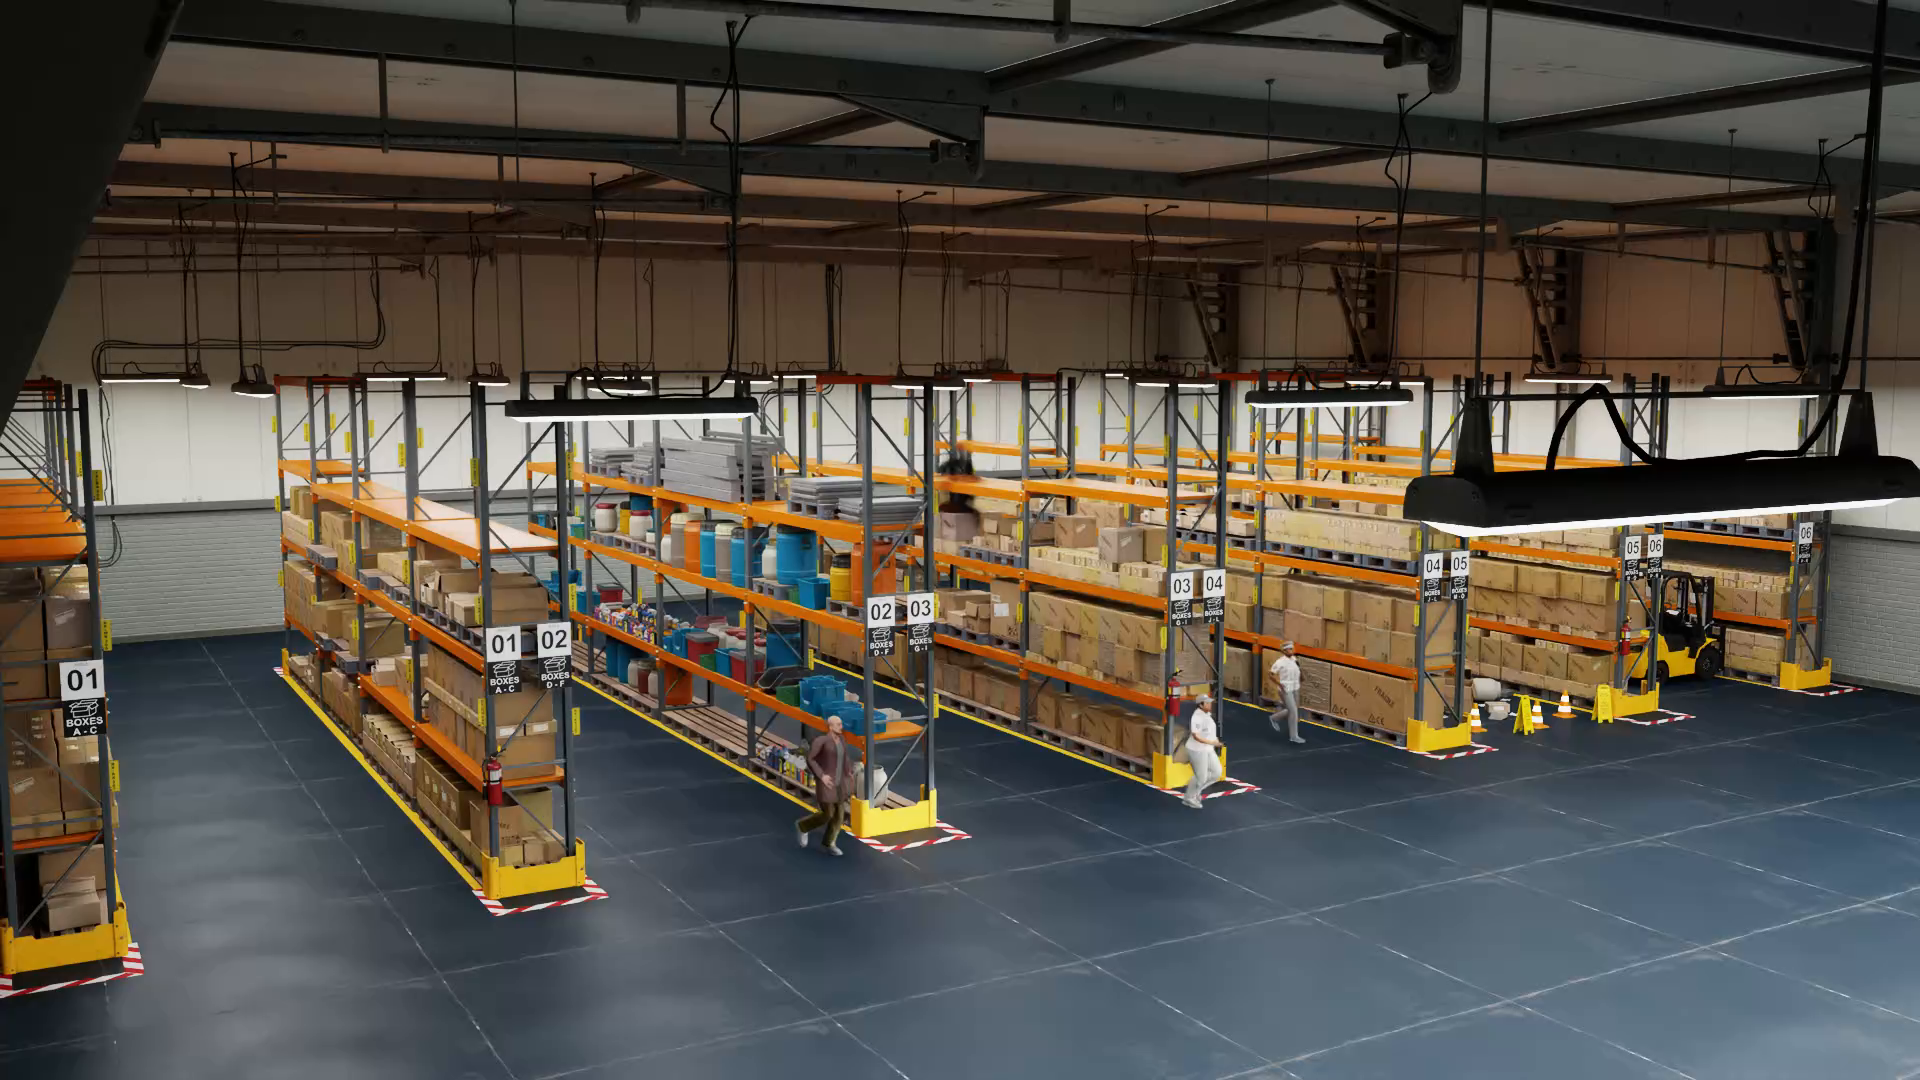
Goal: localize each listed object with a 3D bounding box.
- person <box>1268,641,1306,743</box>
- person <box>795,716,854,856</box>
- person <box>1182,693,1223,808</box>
[{"bbox_3d":[5.422,2.485,27.560,0.588,1.669,0.815,-5,8,-39],"label":"person"},{"bbox_3d":[-1.666,3.128,21.452,0.696,1.733,0.751,5,8,36],"label":"person"},{"bbox_3d":[3.448,2.960,23.402,0.583,1.630,0.631,3,7,28],"label":"person"}]
